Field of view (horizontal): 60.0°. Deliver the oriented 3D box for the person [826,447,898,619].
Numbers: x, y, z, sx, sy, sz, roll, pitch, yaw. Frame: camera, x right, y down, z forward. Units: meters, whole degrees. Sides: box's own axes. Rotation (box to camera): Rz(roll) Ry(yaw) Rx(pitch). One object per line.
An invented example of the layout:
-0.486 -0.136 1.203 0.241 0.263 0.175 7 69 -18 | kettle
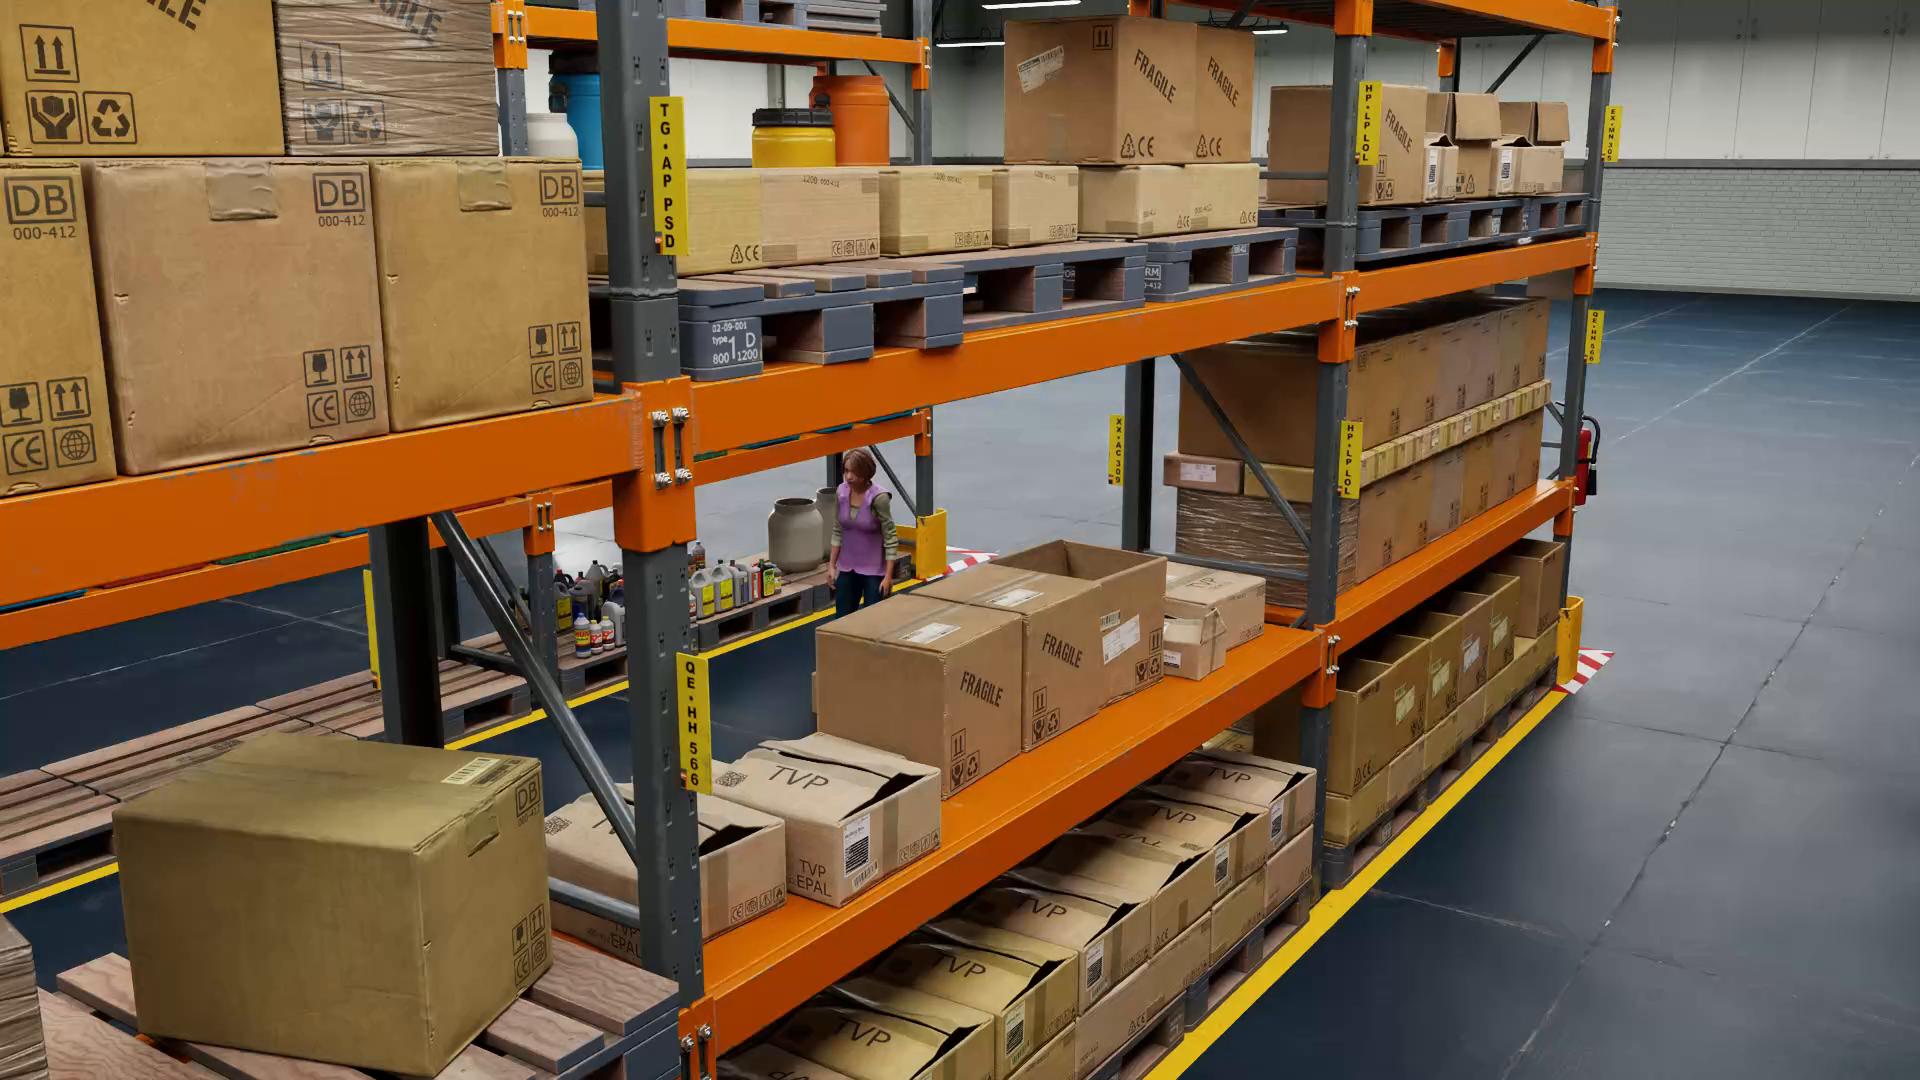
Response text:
-0.593 0.213 10.099 0.484 1.594 0.340 8 15 30 | person
